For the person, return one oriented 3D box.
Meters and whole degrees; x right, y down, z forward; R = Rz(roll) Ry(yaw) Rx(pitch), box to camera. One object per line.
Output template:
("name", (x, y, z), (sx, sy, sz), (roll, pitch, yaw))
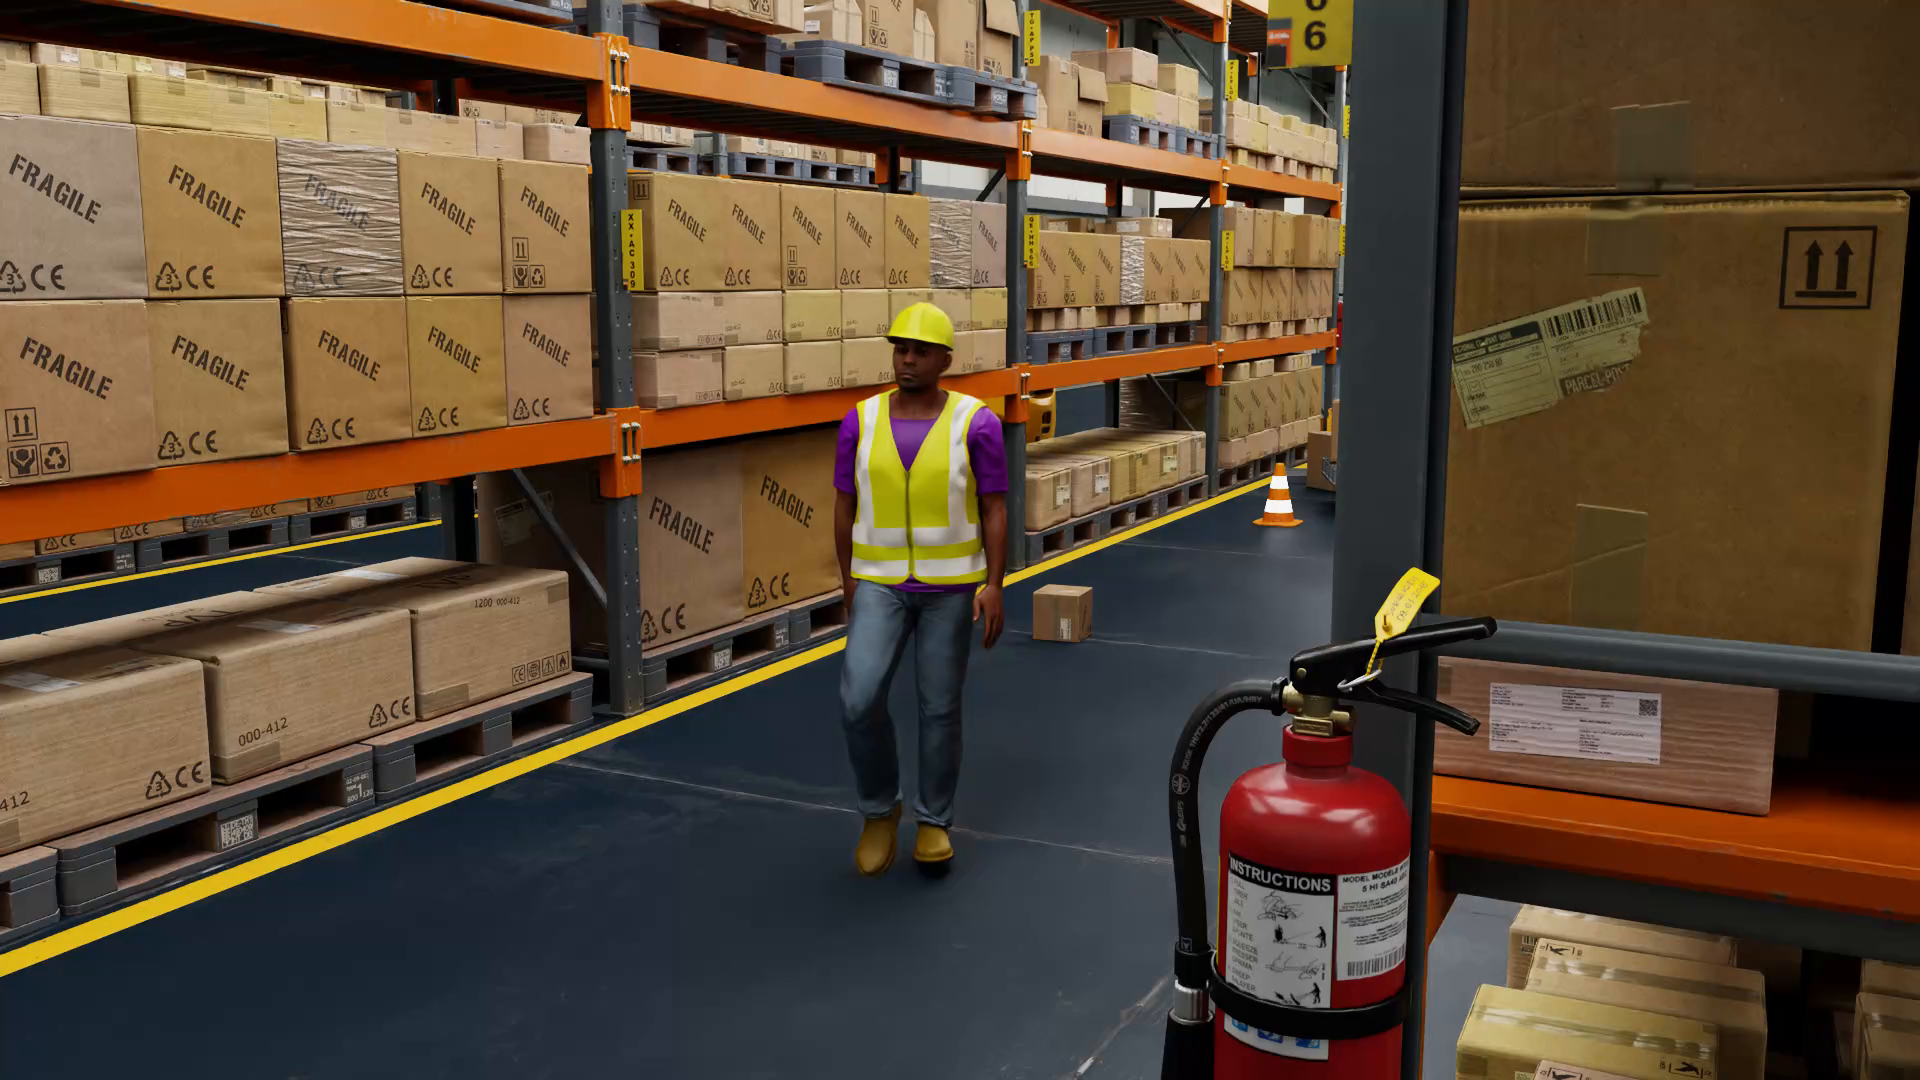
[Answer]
("person", (-0.134, 0.171, 5.164), (0.568, 1.799, 0.476), (1, 9, 6))
